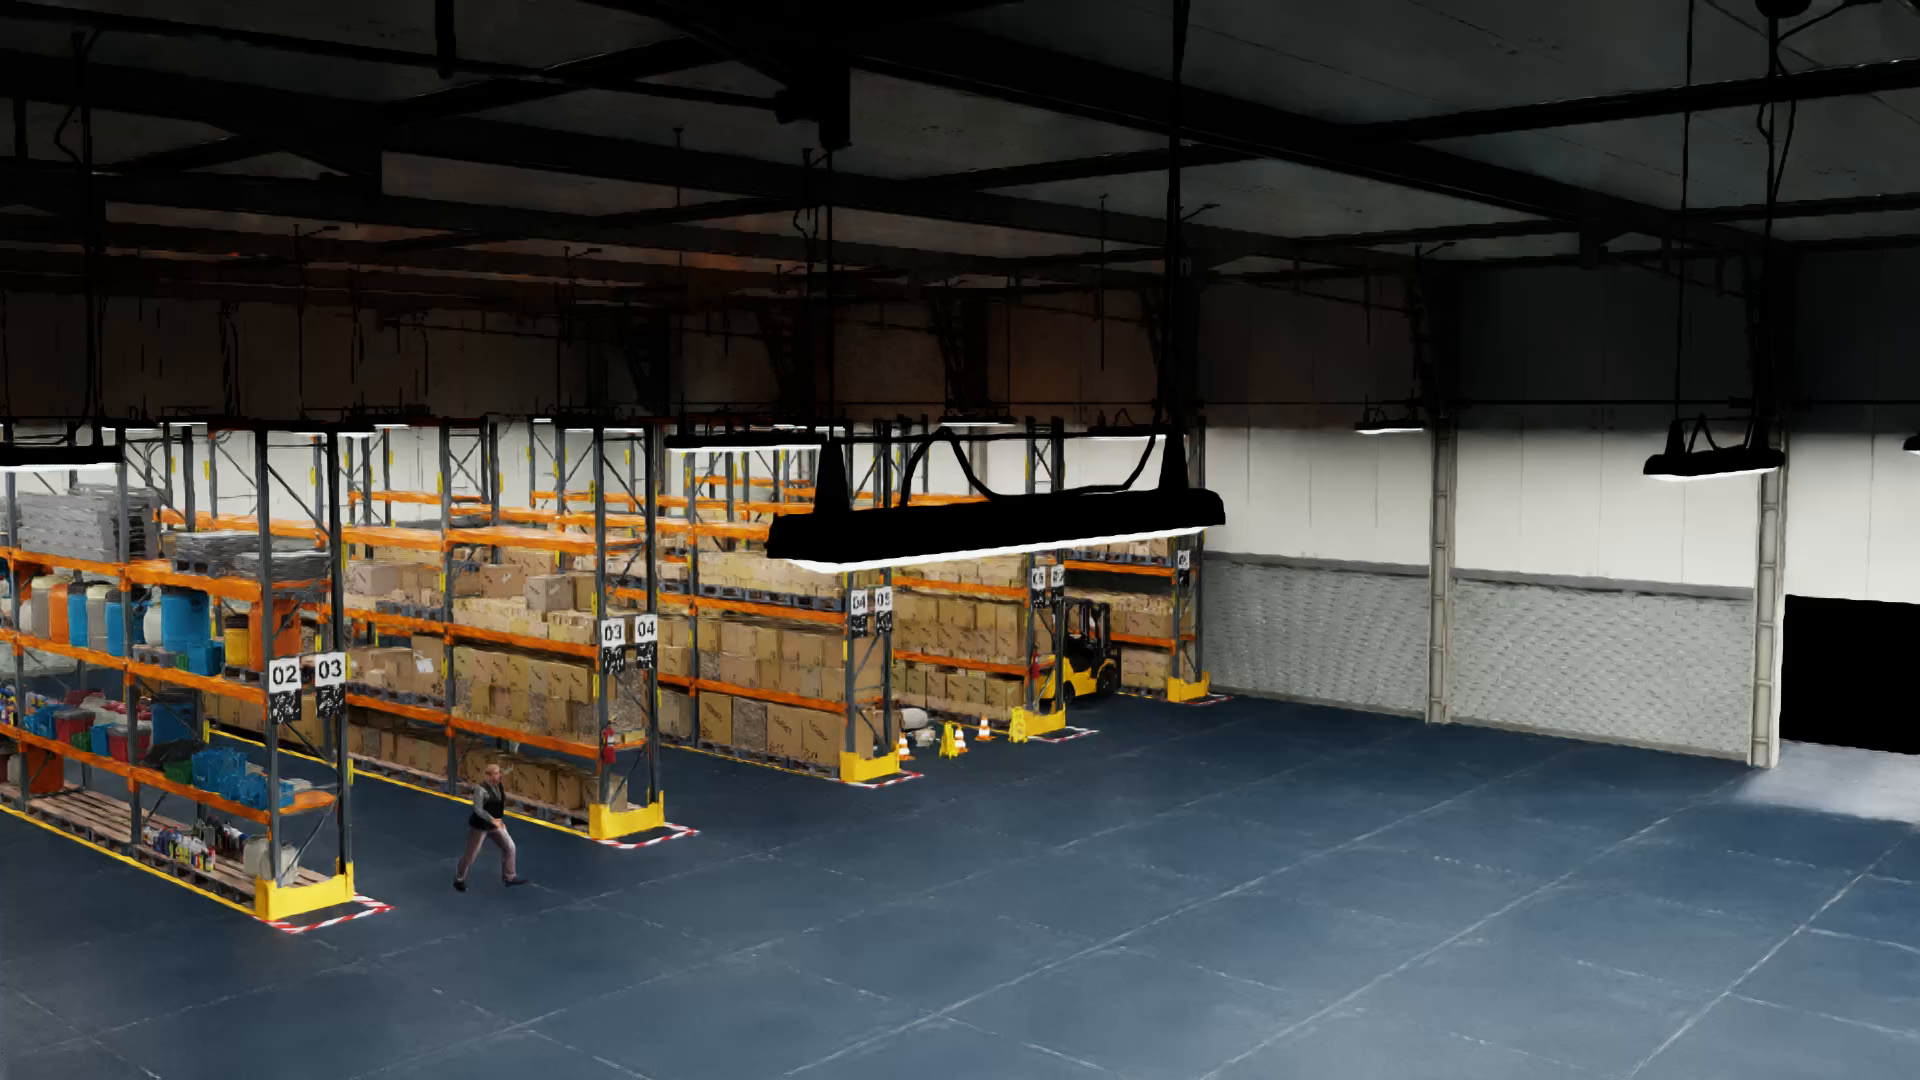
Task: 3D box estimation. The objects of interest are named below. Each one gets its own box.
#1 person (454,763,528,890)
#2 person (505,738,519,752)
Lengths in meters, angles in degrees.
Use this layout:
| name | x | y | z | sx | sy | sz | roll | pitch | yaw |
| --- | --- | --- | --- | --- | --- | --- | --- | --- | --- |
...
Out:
| name | x | y | z | sx | sy | sz | roll | pitch | yaw |
| --- | --- | --- | --- | --- | --- | --- | --- | --- | --- |
| person | -6.143 | 3.703 | 21.575 | 0.844 | 1.661 | 0.682 | 2 | 5 | 24 |
| person | -7.860 | 3.074 | 29.065 | 0.579 | 1.673 | 0.464 | 1 | 5 | 12 |
